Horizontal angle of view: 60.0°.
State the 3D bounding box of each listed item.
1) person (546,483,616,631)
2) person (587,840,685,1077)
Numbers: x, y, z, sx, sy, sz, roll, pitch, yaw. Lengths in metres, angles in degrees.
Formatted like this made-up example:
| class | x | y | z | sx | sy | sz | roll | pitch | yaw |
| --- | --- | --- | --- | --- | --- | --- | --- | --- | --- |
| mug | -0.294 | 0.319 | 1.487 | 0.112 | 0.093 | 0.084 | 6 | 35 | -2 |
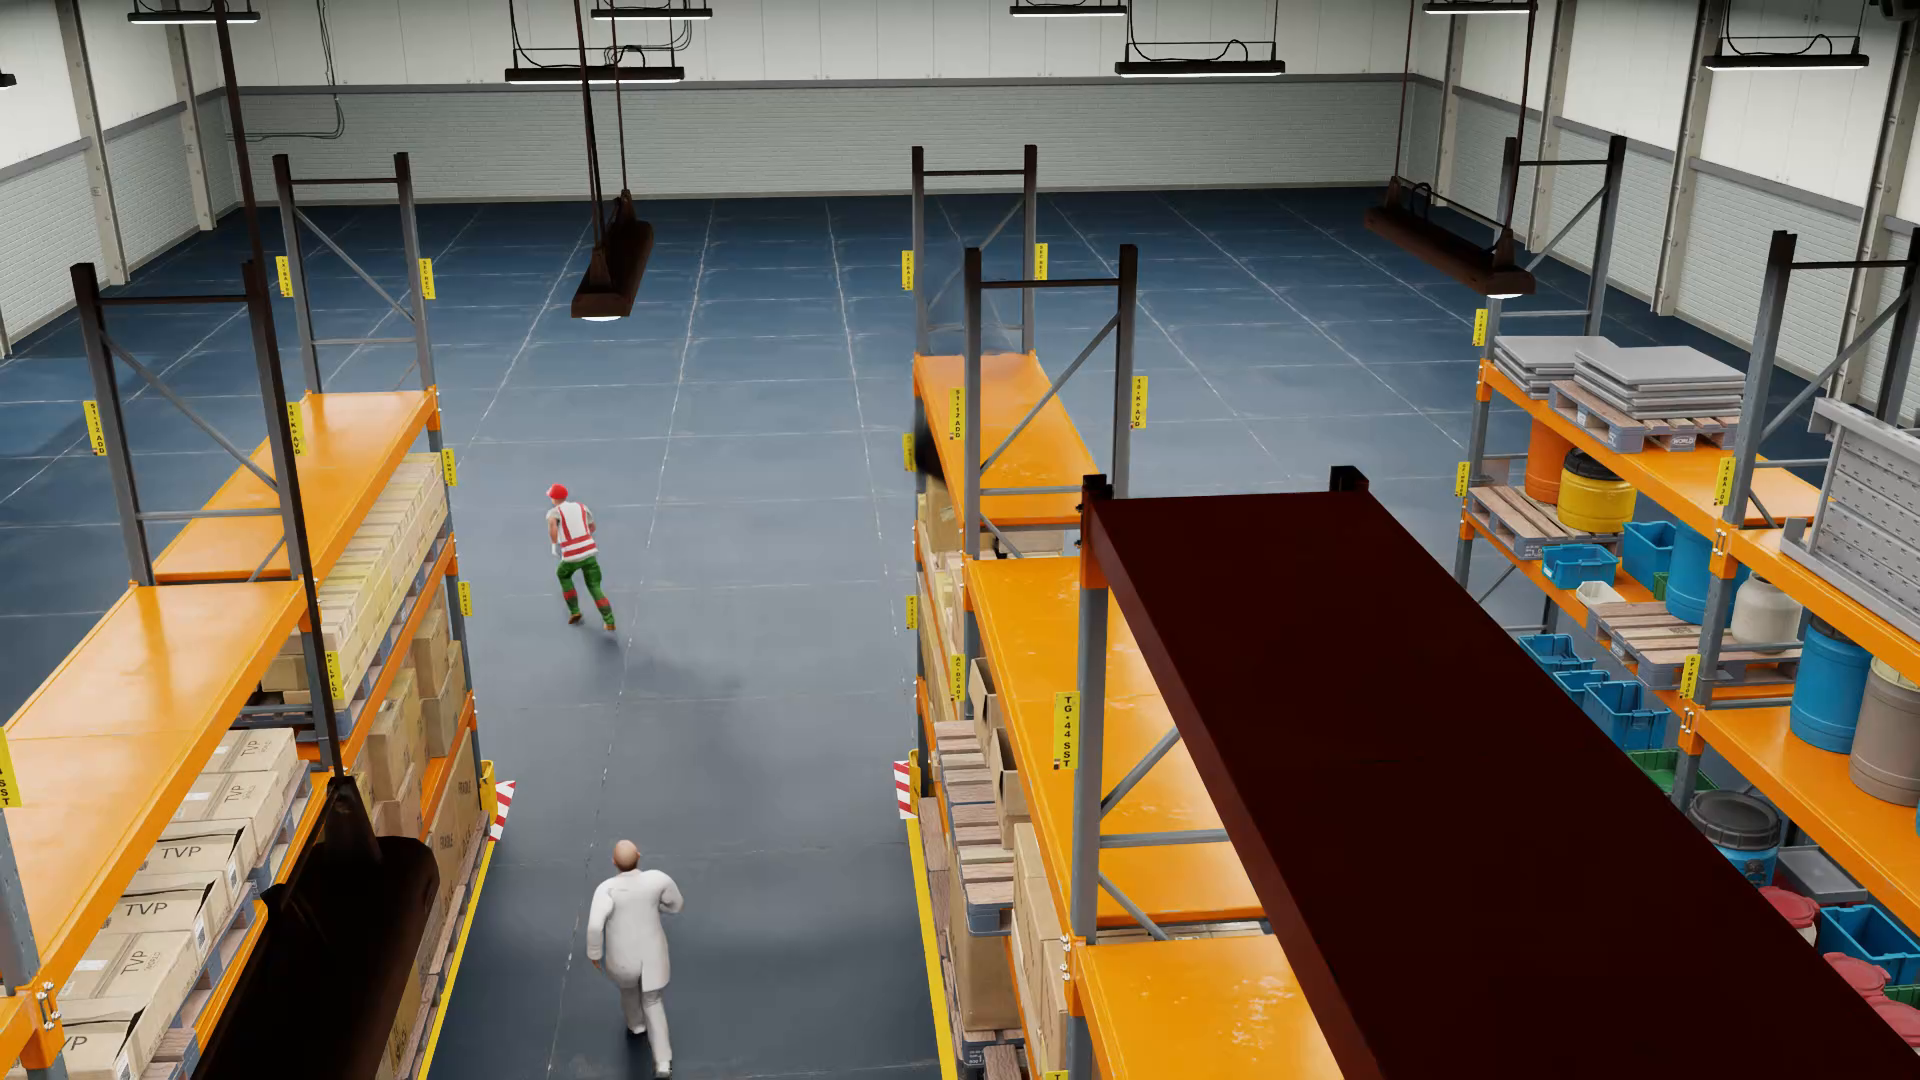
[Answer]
| class | x | y | z | sx | sy | sz | roll | pitch | yaw |
| --- | --- | --- | --- | --- | --- | --- | --- | --- | --- |
| person | -4.292 | 0.263 | 18.776 | 1.027 | 1.722 | 0.707 | 19 | 29 | 40 |
| person | -2.271 | 2.960 | 11.754 | 0.738 | 1.794 | 1.106 | -9 | 23 | -22 |
